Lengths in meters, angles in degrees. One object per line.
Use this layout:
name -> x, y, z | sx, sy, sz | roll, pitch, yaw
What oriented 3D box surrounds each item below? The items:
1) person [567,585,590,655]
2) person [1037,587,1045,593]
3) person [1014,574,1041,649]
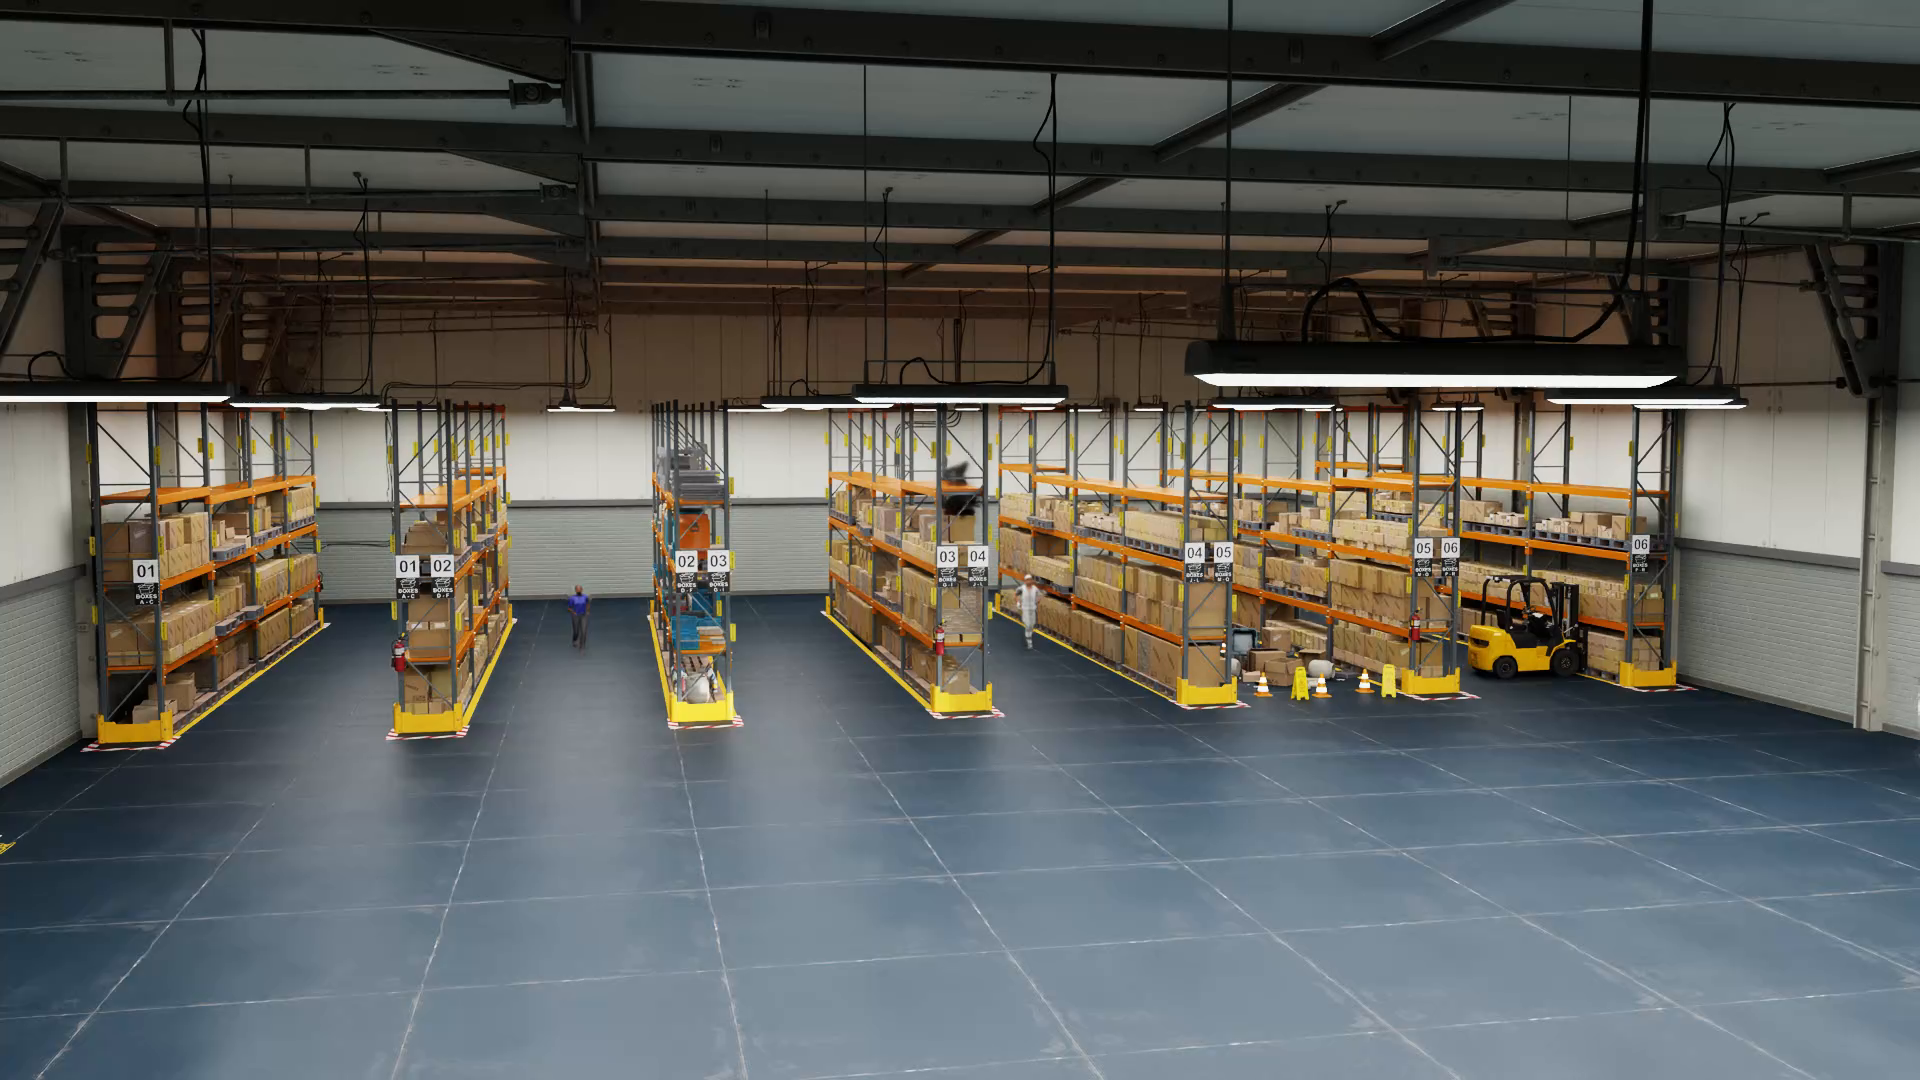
person -> -9.160, 1.900, 40.017 | 0.579, 1.659, 0.859 | -2, 5, -23
person -> 2.314, 1.073, 50.049 | 0.700, 1.781, 0.632 | -1, 4, -16
person -> 1.684, 1.737, 40.923 | 0.651, 1.796, 0.862 | -1, 4, -13
